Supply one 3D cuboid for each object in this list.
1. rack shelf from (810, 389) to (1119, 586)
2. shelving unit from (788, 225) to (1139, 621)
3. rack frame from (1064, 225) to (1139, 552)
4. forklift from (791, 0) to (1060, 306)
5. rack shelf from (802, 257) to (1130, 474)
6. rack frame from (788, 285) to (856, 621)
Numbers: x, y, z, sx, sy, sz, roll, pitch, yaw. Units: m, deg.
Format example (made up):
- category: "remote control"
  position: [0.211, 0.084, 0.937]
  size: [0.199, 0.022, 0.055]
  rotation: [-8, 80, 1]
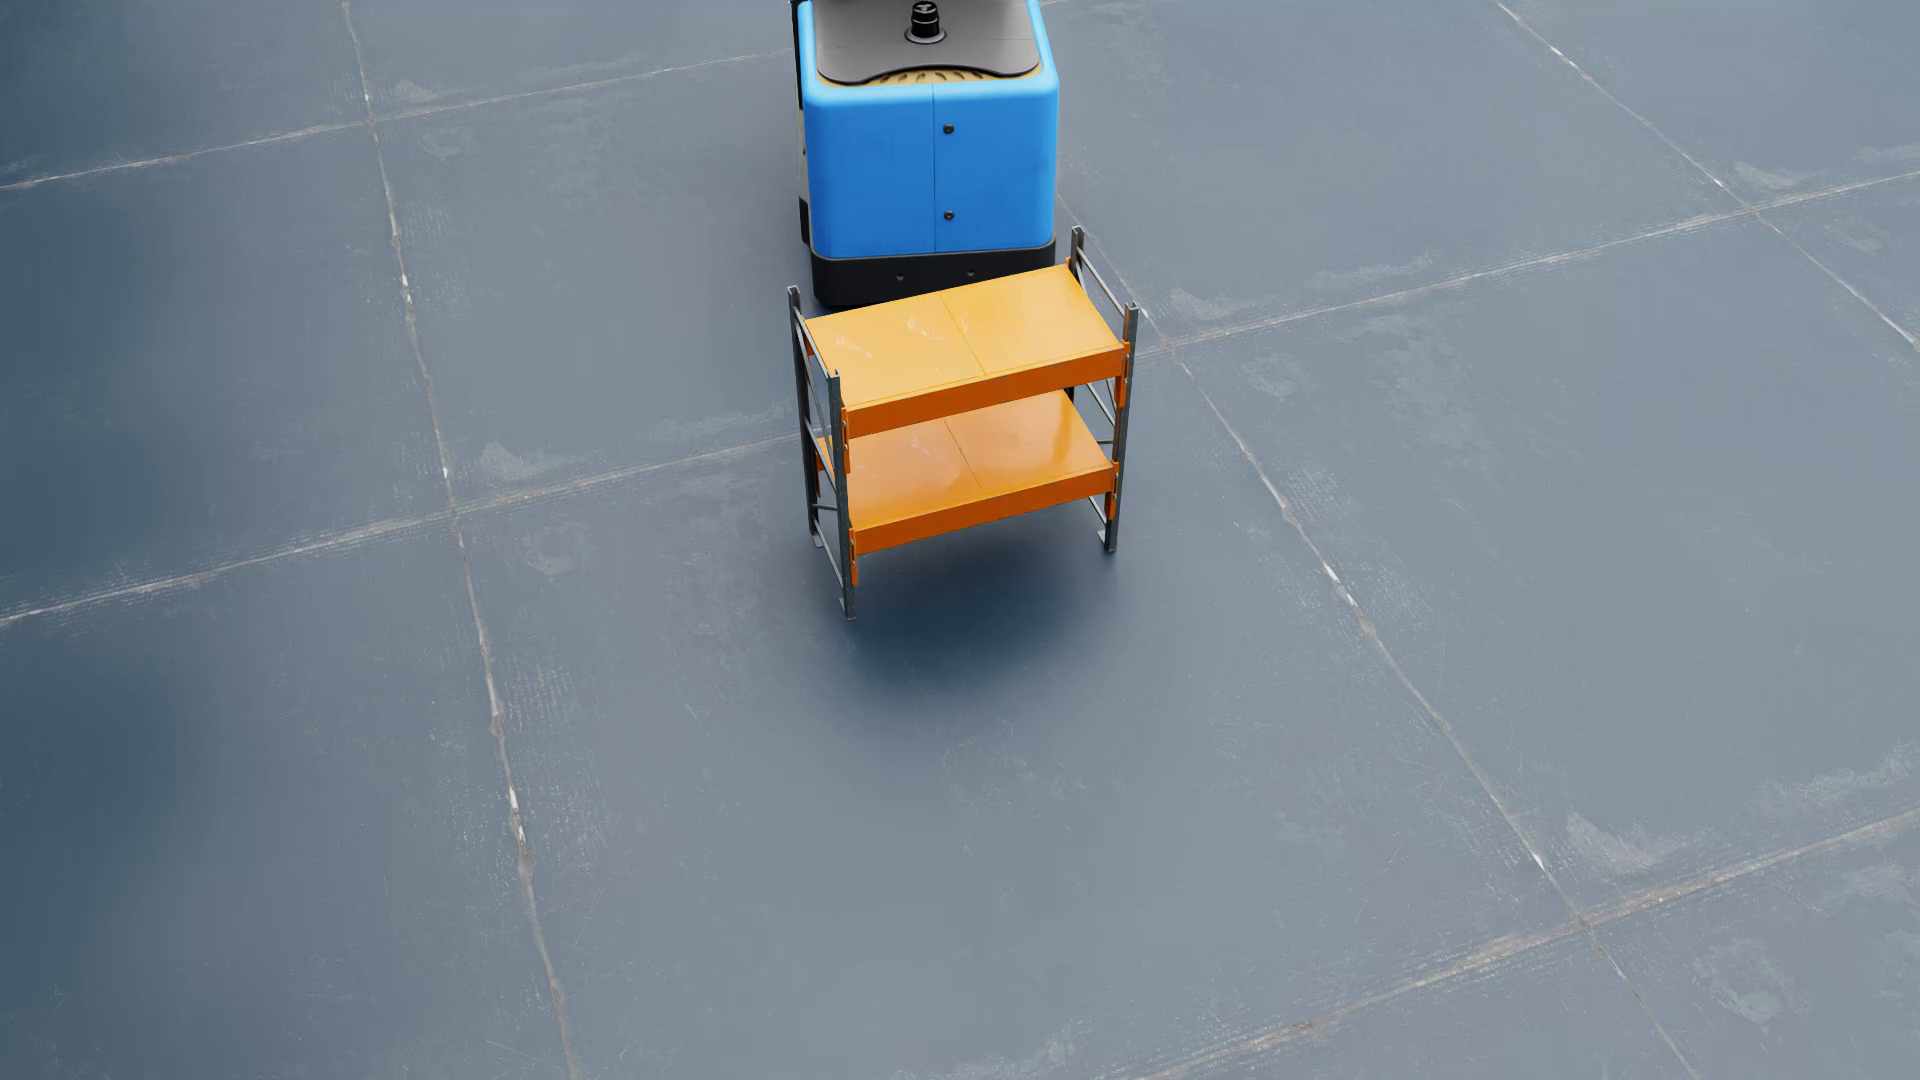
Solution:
- category: "rack shelf"
  position: [0.006, -0.226, 6.026]
  size: [1.000, 0.278, 0.538]
  rotation: [-14, 47, -14]
- category: "shelving unit"
  position: [0.006, -0.399, 5.853]
  size: [1.048, 1.125, 0.538]
  rotation: [-14, 47, -14]
- category: "rack frame"
  position: [0.485, -0.521, 5.975]
  size: [0.032, 1.125, 0.500]
  rotation: [-14, 47, -14]
- category: "forklift"
  position: [-0.247, -3.085, 7.256]
  size: [1.130, 2.935, 3.031]
  rotation: [-4, 45, -4]
- category: "rack shelf"
  position: [0.006, -0.605, 5.646]
  size: [1.000, 0.278, 0.538]
  rotation: [-14, 47, -14]
- category: "rack frame"
  position: [-0.472, -0.276, 5.731]
  size: [0.032, 1.125, 0.500]
  rotation: [-14, 47, -14]
